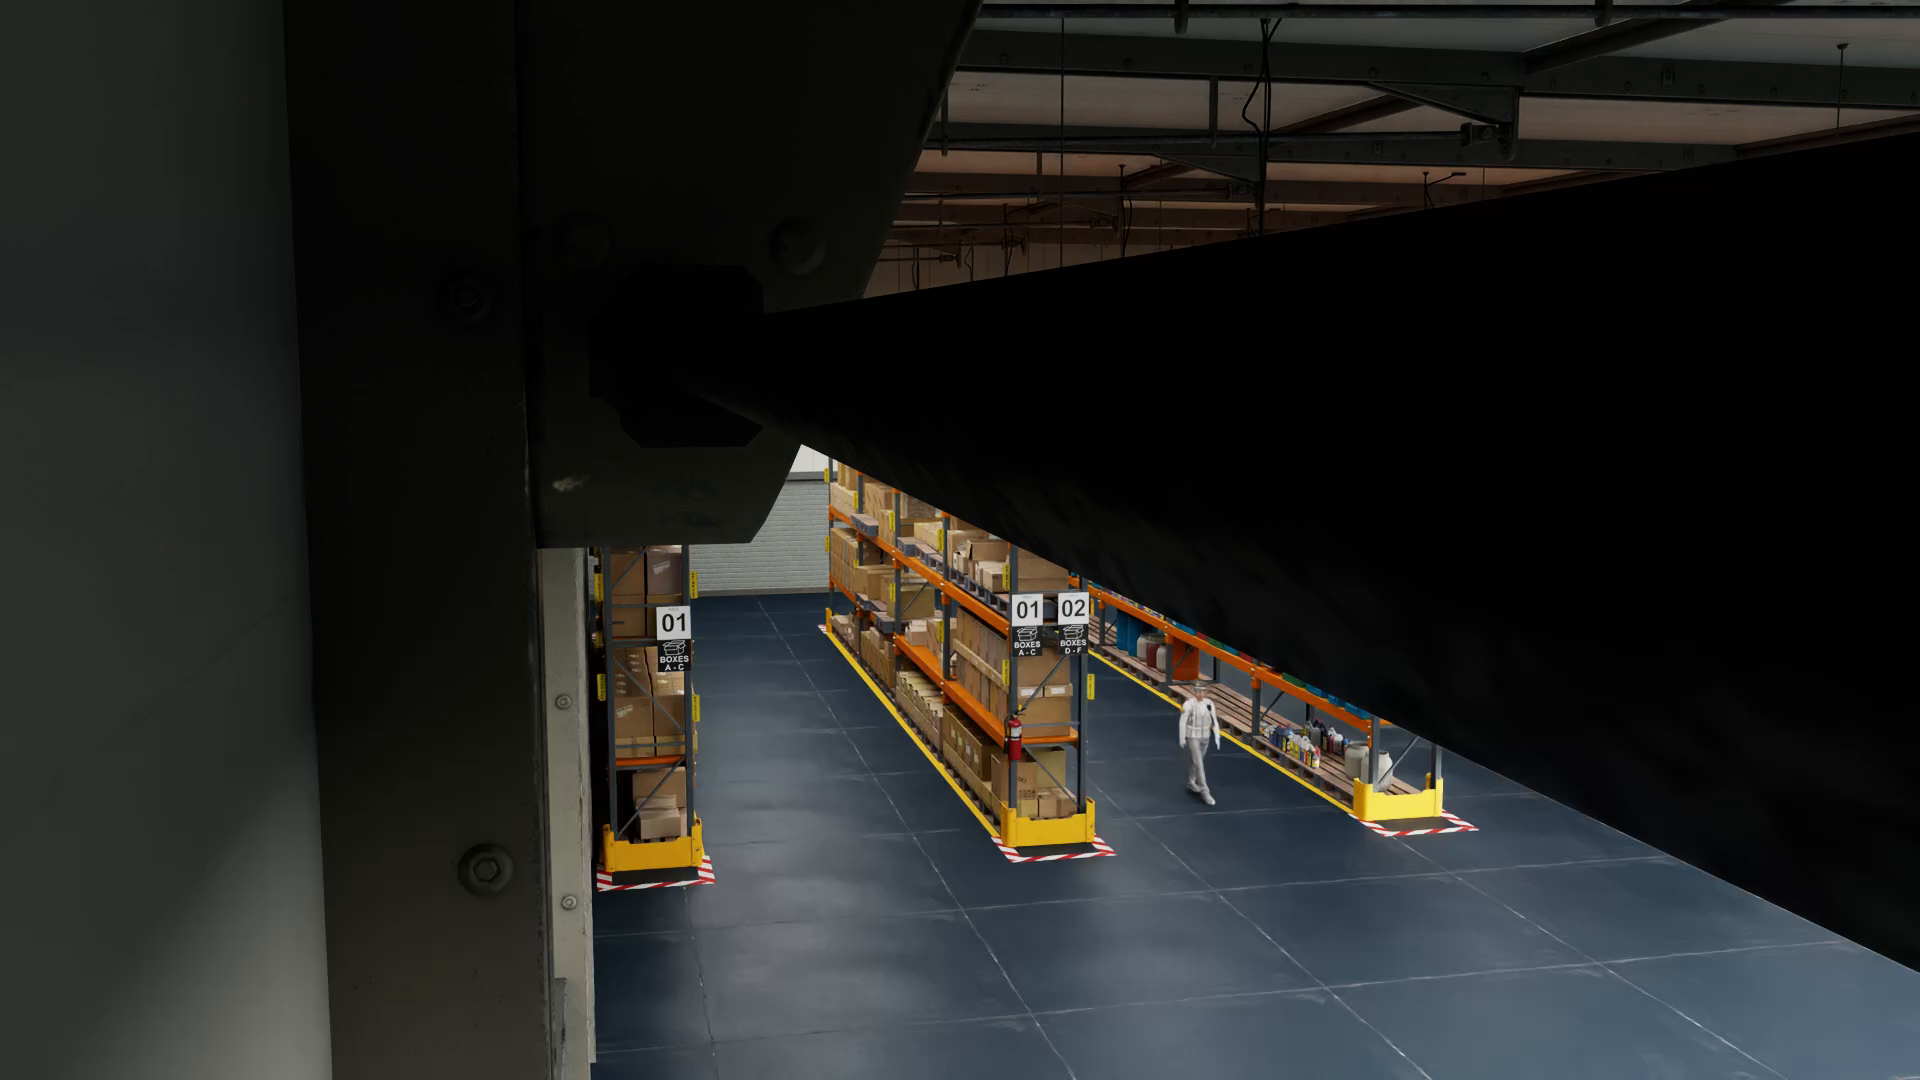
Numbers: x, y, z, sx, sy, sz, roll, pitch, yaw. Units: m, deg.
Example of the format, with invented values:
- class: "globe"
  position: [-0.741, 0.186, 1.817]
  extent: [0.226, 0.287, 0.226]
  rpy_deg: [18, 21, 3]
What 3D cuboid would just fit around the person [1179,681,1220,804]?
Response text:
- class: "person"
  position: [3.349, 2.761, 23.079]
  extent: [0.514, 1.637, 0.881]
  rpy_deg: [-2, 7, -19]
